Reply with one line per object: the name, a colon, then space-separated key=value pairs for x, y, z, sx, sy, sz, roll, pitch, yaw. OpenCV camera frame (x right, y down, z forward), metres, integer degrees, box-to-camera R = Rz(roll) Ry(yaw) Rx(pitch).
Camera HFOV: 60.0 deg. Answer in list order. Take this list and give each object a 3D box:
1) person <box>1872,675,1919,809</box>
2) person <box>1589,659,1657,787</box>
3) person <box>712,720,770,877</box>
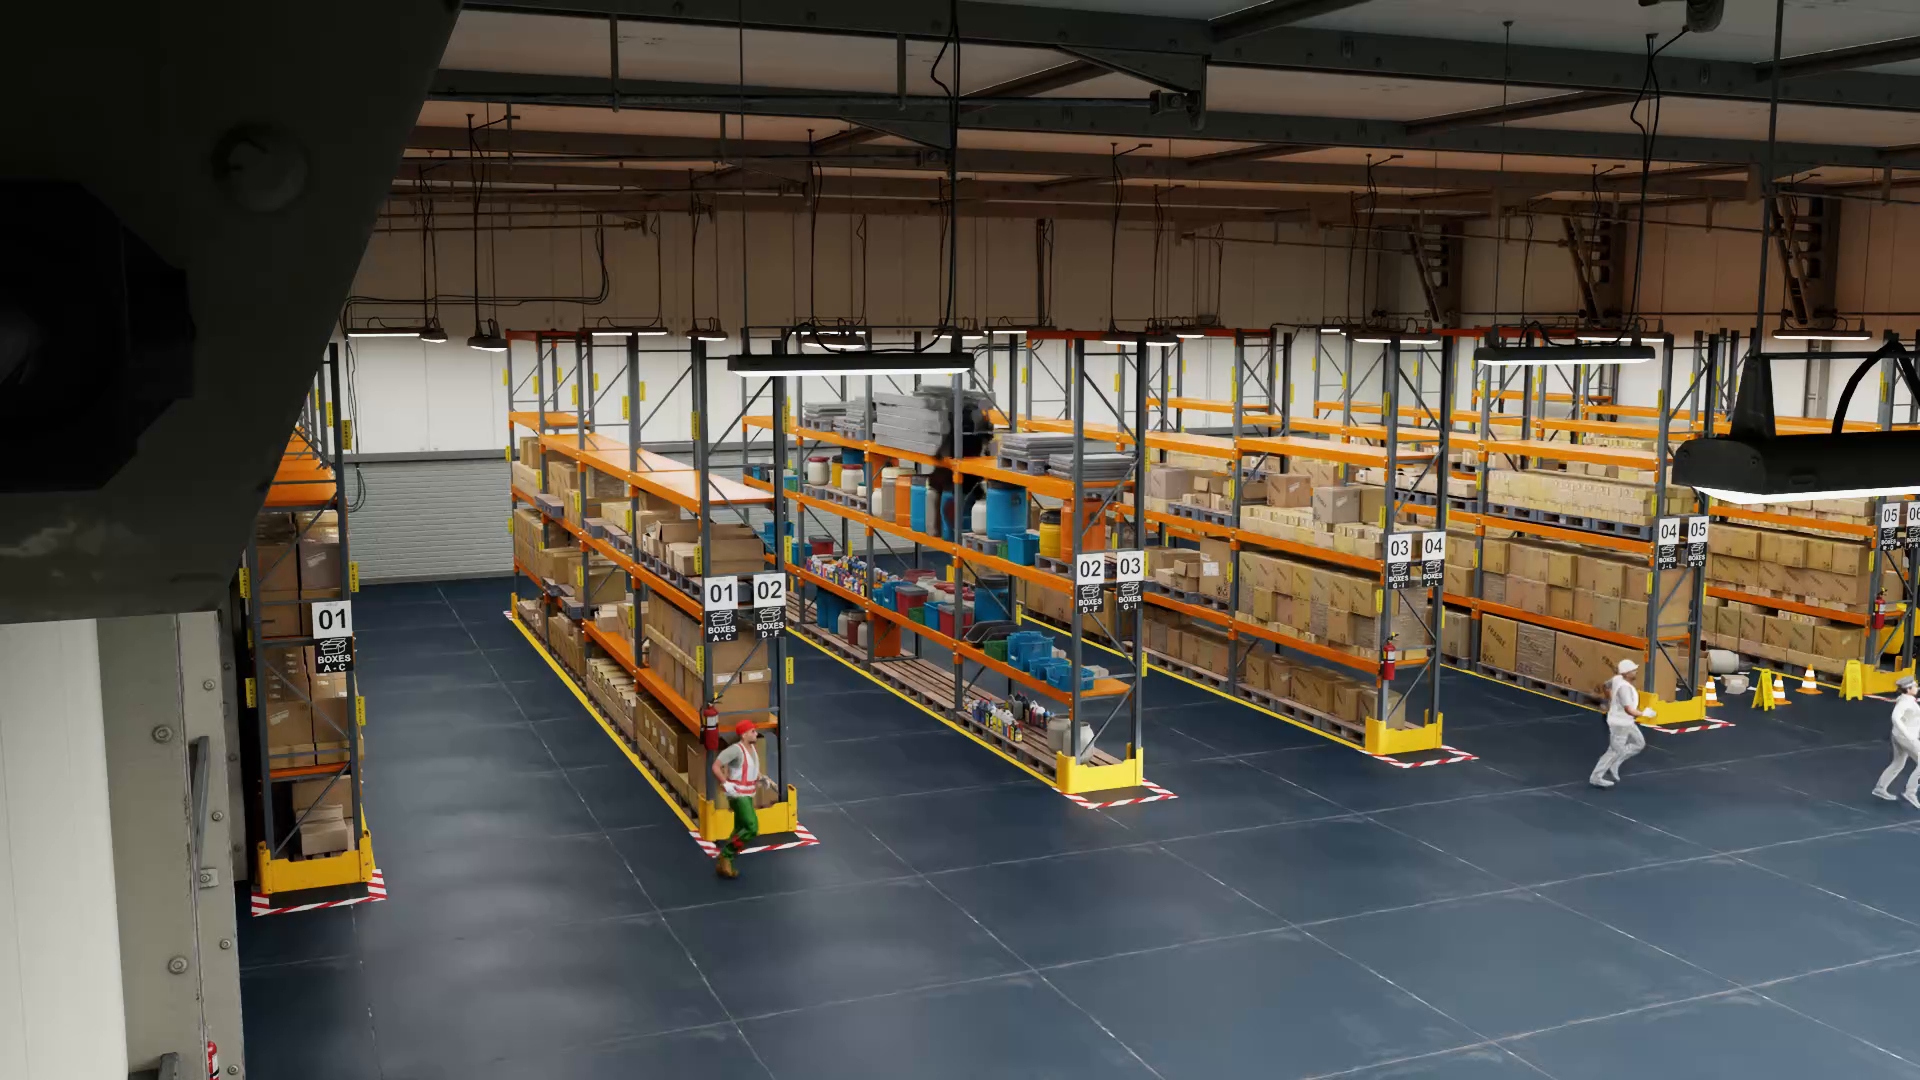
person: x=12.195 y=2.596 z=21.423 sx=0.689 sy=1.748 sz=0.590 roll=2 pitch=8 yaw=13
person: x=8.880 y=2.436 z=22.239 sx=0.796 sy=1.730 sz=0.705 roll=3 pitch=8 yaw=19
person: x=-2.444 y=2.908 z=18.876 sx=0.583 sy=1.737 sz=0.698 roll=2 pitch=8 yaw=16
